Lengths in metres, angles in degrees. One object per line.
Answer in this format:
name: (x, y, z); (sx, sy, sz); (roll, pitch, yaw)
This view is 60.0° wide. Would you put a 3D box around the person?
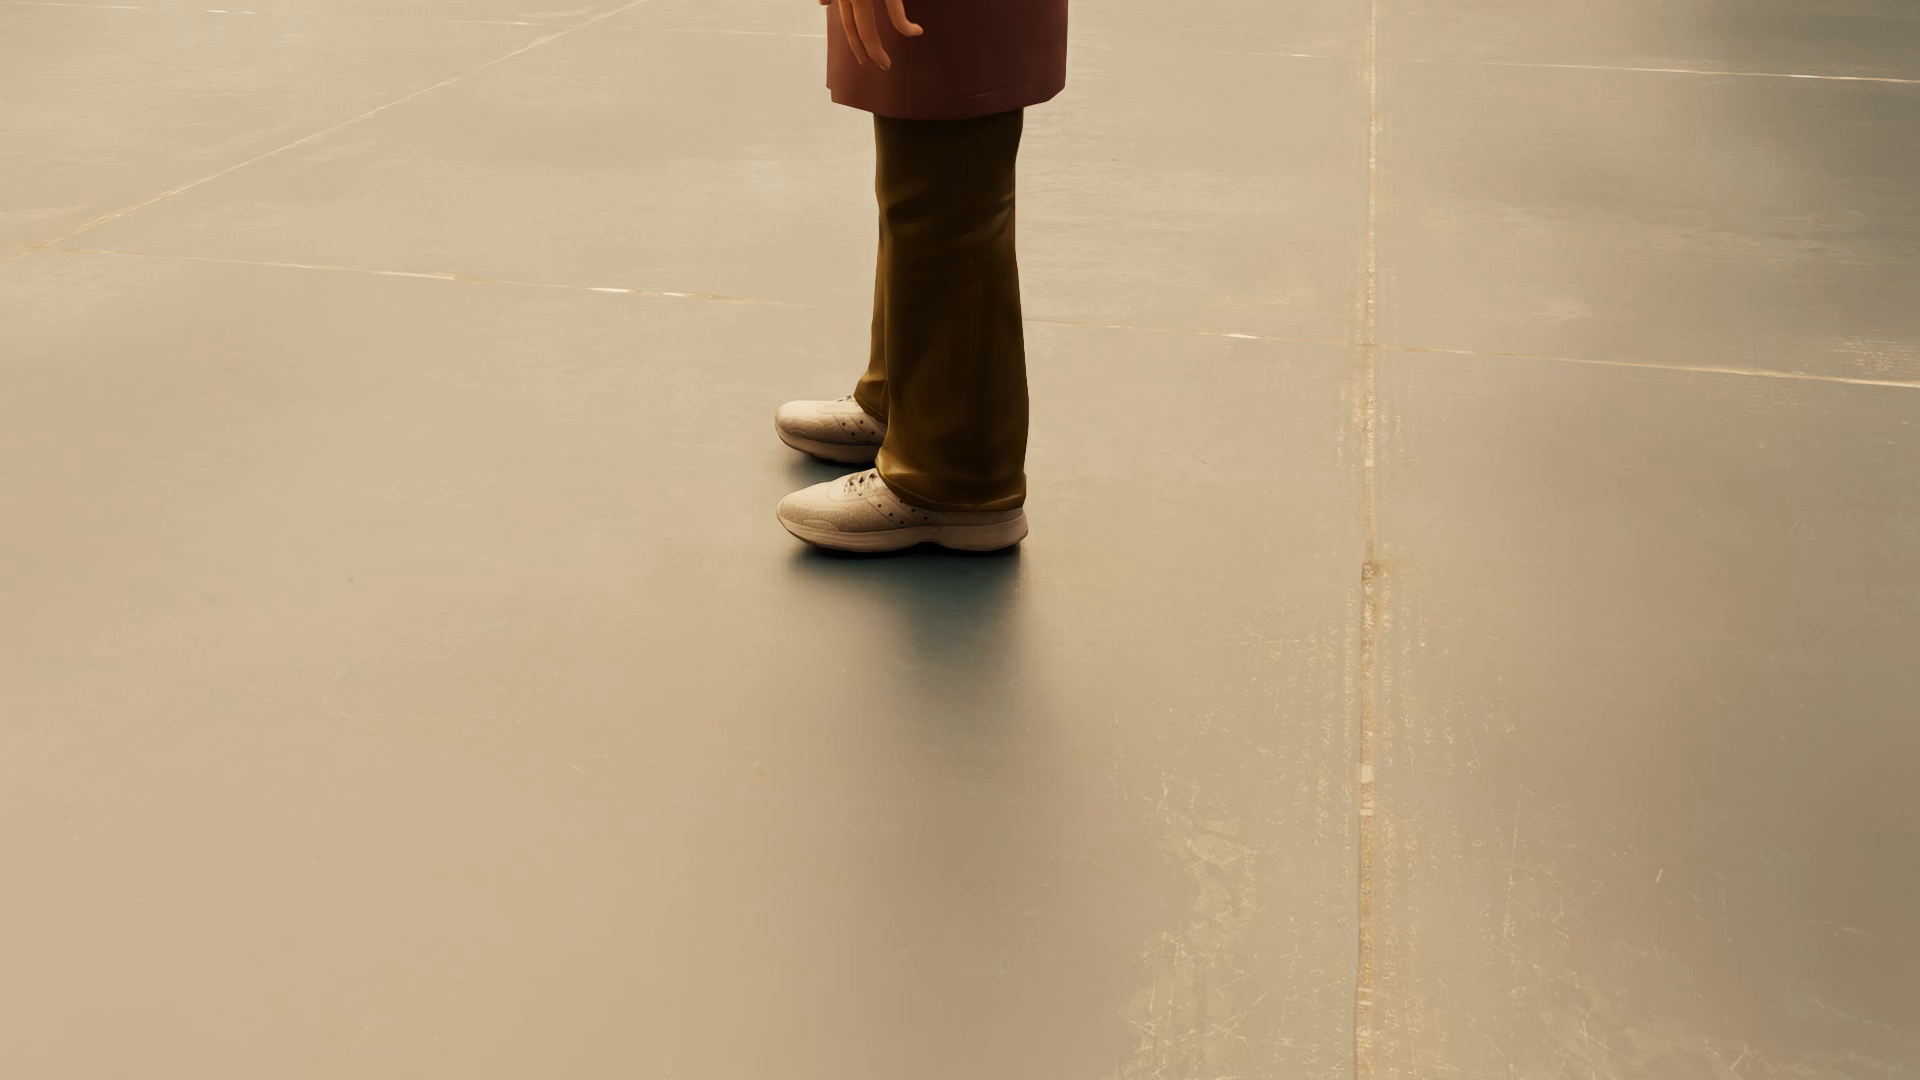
person: (-0.089, -0.811, 2.117); (0.579, 1.778, 0.698); (6, 27, 11)
